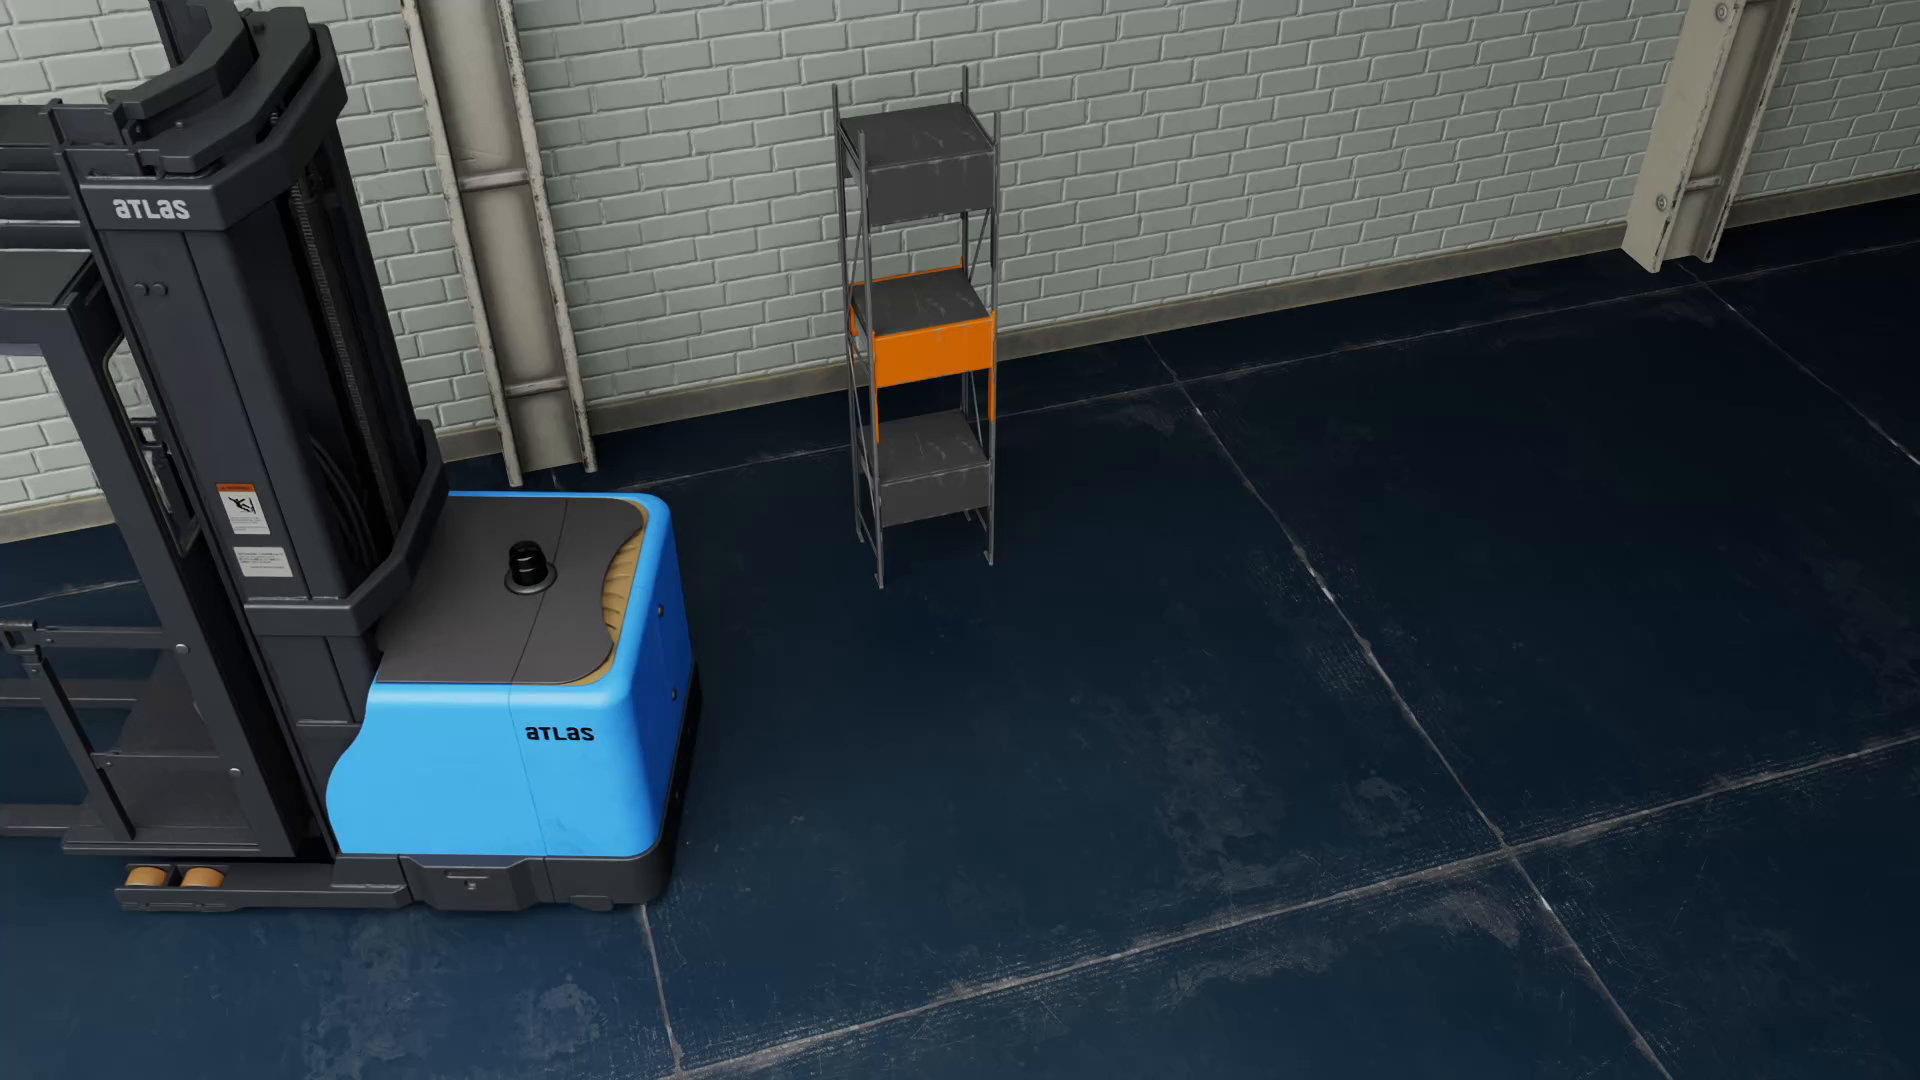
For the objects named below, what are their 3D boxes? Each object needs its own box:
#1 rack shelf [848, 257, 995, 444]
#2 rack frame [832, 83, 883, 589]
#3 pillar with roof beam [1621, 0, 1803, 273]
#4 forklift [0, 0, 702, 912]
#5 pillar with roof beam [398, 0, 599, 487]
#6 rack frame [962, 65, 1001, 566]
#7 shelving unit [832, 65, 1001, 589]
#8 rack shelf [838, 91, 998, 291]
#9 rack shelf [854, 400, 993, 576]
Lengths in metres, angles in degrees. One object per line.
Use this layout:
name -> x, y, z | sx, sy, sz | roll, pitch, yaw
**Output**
rack shelf -> -0.158, -0.748, 6.531 | 0.480, 0.518, 0.431 | -12, 42, -13
rack frame -> -0.391, -0.710, 6.467 | 0.015, 2.100, 0.400 | -12, 42, -13
pillar with roof beam -> 5.126, -2.248, 2.983 | 0.400, 9.000, 9.100 | -12, 42, -13
forklift -> -2.517, -0.161, 5.206 | 3.031, 2.935, 1.130 | 1, 41, 1
pillar with roof beam -> -0.597, -1.062, 1.626 | 0.400, 9.000, 9.100 | -12, 42, -13
rack frame -> 0.075, -0.806, 6.577 | 0.015, 2.100, 0.400 | -12, 42, -13
shelving unit -> -0.158, -0.758, 6.522 | 0.503, 2.100, 0.431 | -12, 42, -13
rack shelf -> -0.158, -1.275, 6.070 | 0.480, 0.518, 0.431 | -12, 42, -13
rack shelf -> -0.158, -0.221, 6.991 | 0.480, 0.518, 0.431 | -12, 42, -13
